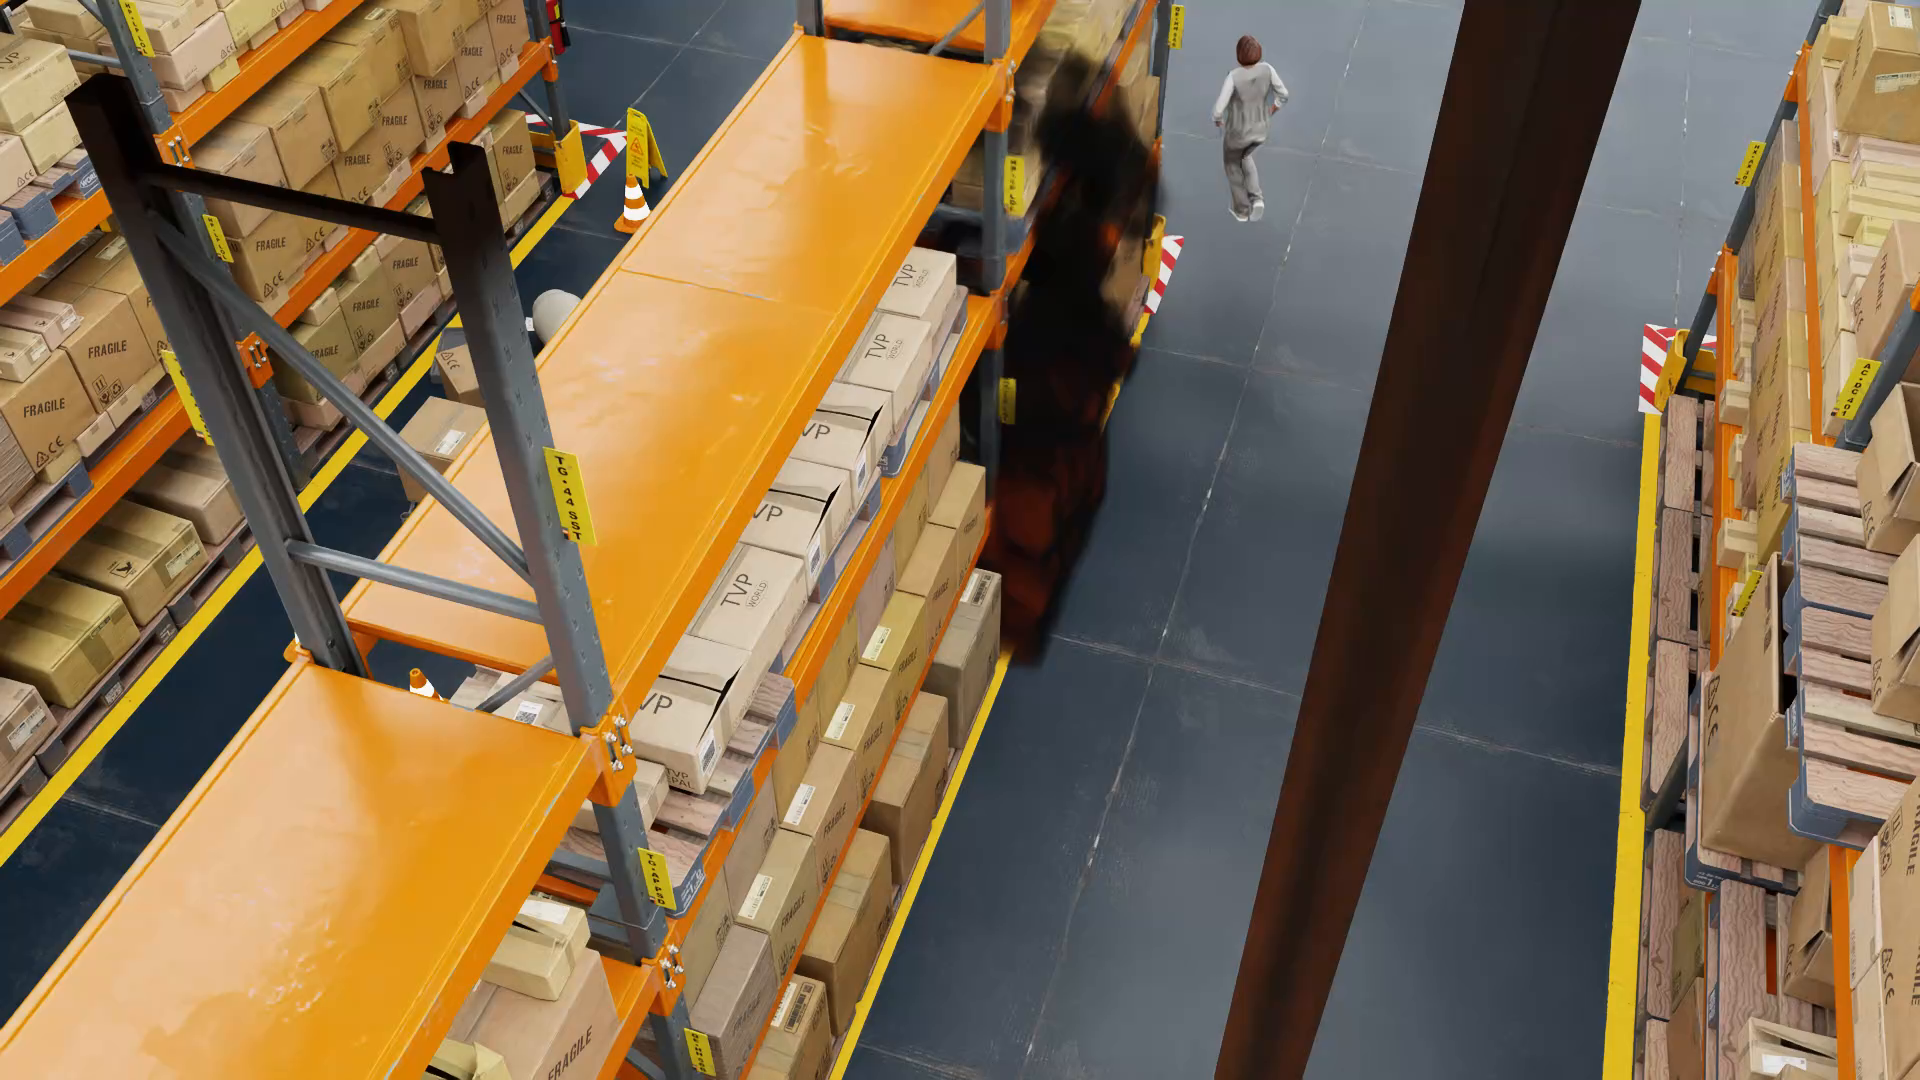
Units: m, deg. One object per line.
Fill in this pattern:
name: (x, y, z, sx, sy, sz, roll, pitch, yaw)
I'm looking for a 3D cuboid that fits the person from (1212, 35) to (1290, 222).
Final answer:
person: (2.168, -3.112, 12.686, 0.586, 1.554, 0.427, -13, 47, -13)
